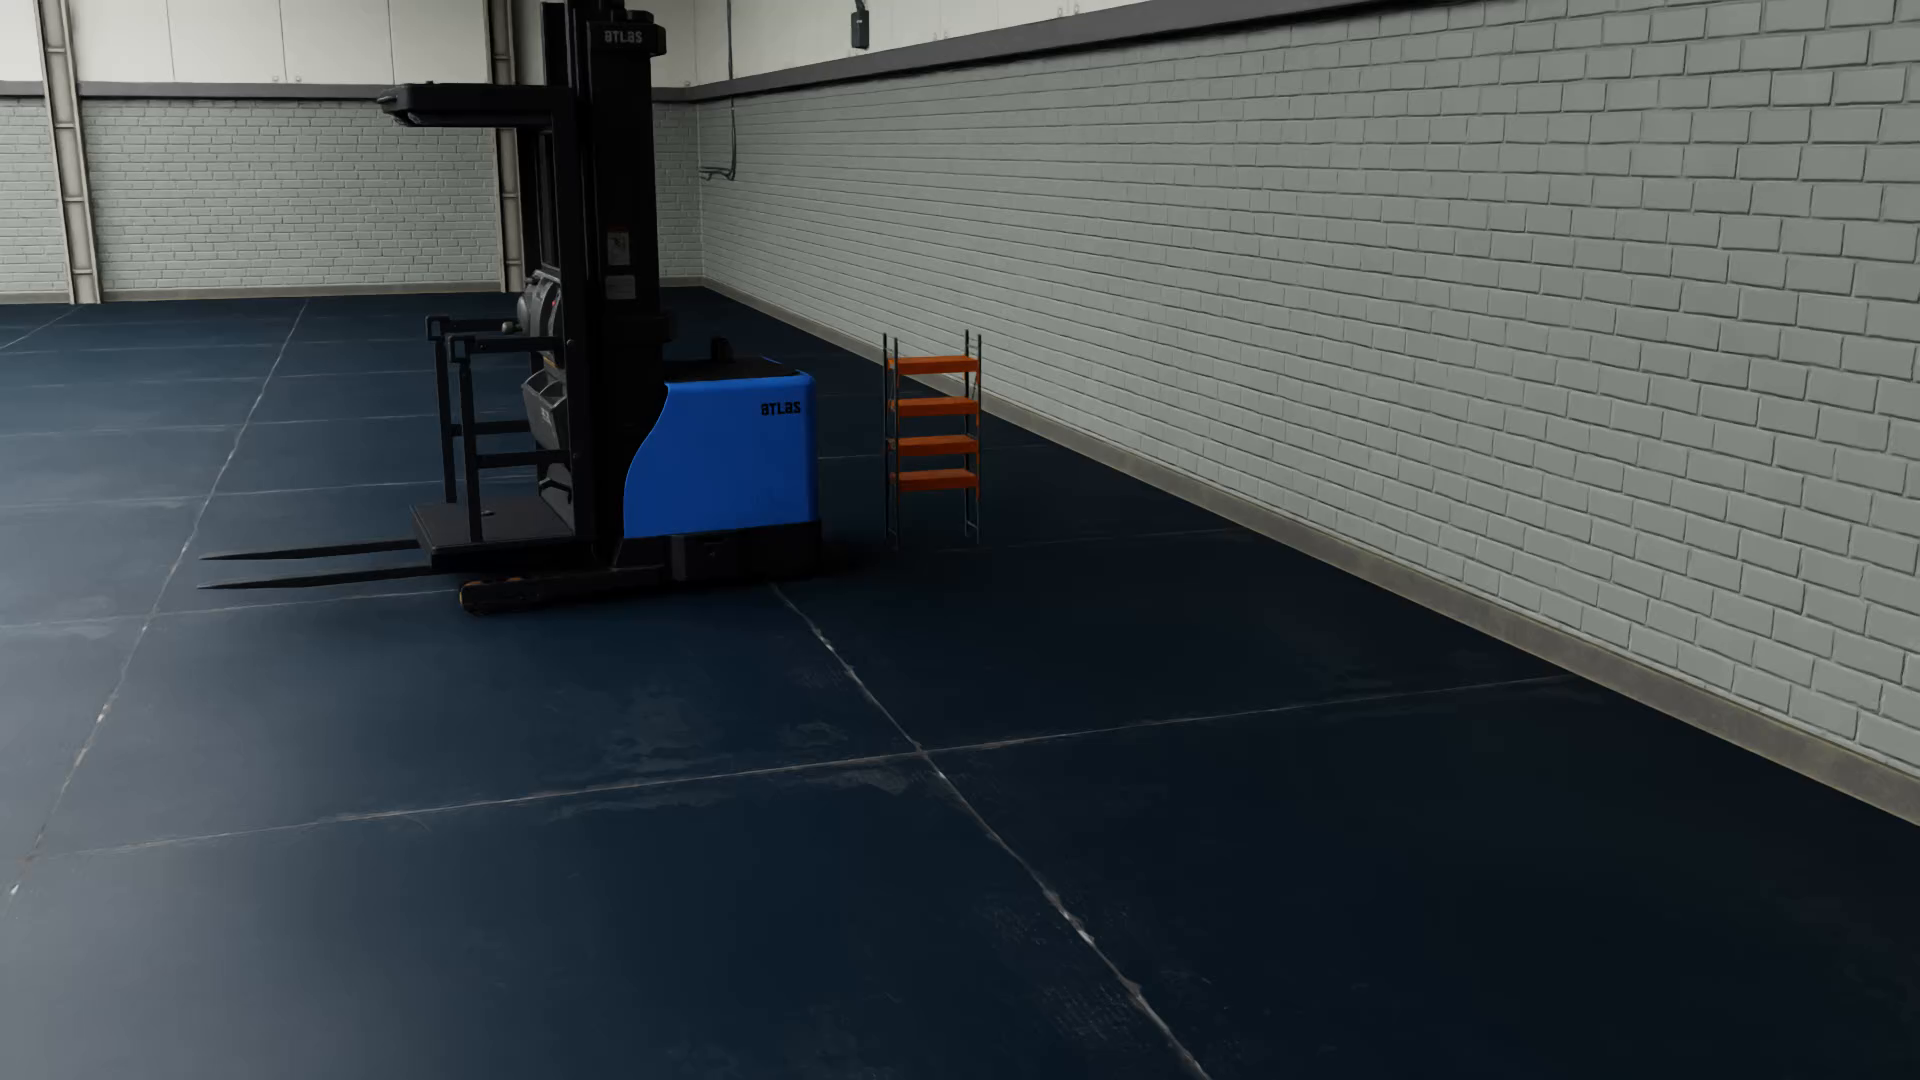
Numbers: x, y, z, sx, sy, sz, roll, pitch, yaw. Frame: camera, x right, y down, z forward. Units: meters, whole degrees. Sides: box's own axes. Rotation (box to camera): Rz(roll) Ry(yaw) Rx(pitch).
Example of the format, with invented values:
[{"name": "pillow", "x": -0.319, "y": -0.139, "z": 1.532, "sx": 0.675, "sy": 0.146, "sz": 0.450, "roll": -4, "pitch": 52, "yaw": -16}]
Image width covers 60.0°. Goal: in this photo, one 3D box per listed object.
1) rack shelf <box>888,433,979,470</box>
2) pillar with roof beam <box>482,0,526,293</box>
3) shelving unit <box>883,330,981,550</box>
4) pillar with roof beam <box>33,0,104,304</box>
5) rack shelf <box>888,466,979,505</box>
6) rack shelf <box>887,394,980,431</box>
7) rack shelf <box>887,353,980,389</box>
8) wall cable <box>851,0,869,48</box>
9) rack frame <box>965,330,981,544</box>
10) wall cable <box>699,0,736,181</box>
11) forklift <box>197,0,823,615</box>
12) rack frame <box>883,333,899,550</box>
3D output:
[{"name": "rack shelf", "x": -0.157, "y": -0.506, "z": 9.468, "sx": 0.480, "sy": 0.148, "sz": 0.258, "roll": -4, "pitch": 14, "yaw": -18}, {"name": "pillar with roof beam", "x": -5.573, "y": -7.309, "z": 20.923, "sx": 0.400, "sy": 9.000, "sz": 9.100, "roll": -4, "pitch": 14, "yaw": -18}, {"name": "shelving unit", "x": -0.157, "y": -0.571, "z": 9.453, "sx": 0.503, "sy": 1.200, "sz": 0.258, "roll": -4, "pitch": 14, "yaw": -18}, {"name": "pillar with roof beam", "x": -11.259, "y": -6.866, "z": 19.062, "sx": 0.400, "sy": 9.000, "sz": 9.100, "roll": -4, "pitch": 14, "yaw": -18}, {"name": "rack shelf", "x": -0.157, "y": -0.313, "z": 9.514, "sx": 0.480, "sy": 0.148, "sz": 0.258, "roll": -4, "pitch": 14, "yaw": -18}, {"name": "rack shelf", "x": -0.157, "y": -0.724, "z": 9.416, "sx": 0.480, "sy": 0.148, "sz": 0.258, "roll": -4, "pitch": 14, "yaw": -18}, {"name": "rack shelf", "x": -0.157, "y": -0.954, "z": 9.362, "sx": 0.480, "sy": 0.148, "sz": 0.258, "roll": -4, "pitch": 14, "yaw": -18}, {"name": "wall cable", "x": -0.719, "y": -7.752, "z": 15.436, "sx": 0.169, "sy": 6.003, "sz": 2.305, "roll": -4, "pitch": 14, "yaw": -18}, {"name": "rack frame", "x": 0.074, "y": -0.590, "z": 9.528, "sx": 0.015, "sy": 1.200, "sz": 0.240, "roll": -4, "pitch": 14, "yaw": -18}, {"name": "wall cable", "x": -3.732, "y": -6.670, "z": 24.947, "sx": 0.112, "sy": 2.526, "sz": 3.097, "roll": -4, "pitch": 14, "yaw": -18}, {"name": "forklift", "x": -2.295, "y": -1.197, "z": 8.341, "sx": 3.031, "sy": 2.935, "sz": 1.130, "roll": -6, "pitch": 15, "yaw": -23}, {"name": "rack frame", "x": -0.388, "y": -0.553, "z": 9.377, "sx": 0.015, "sy": 1.200, "sz": 0.240, "roll": -4, "pitch": 14, "yaw": -18}]
